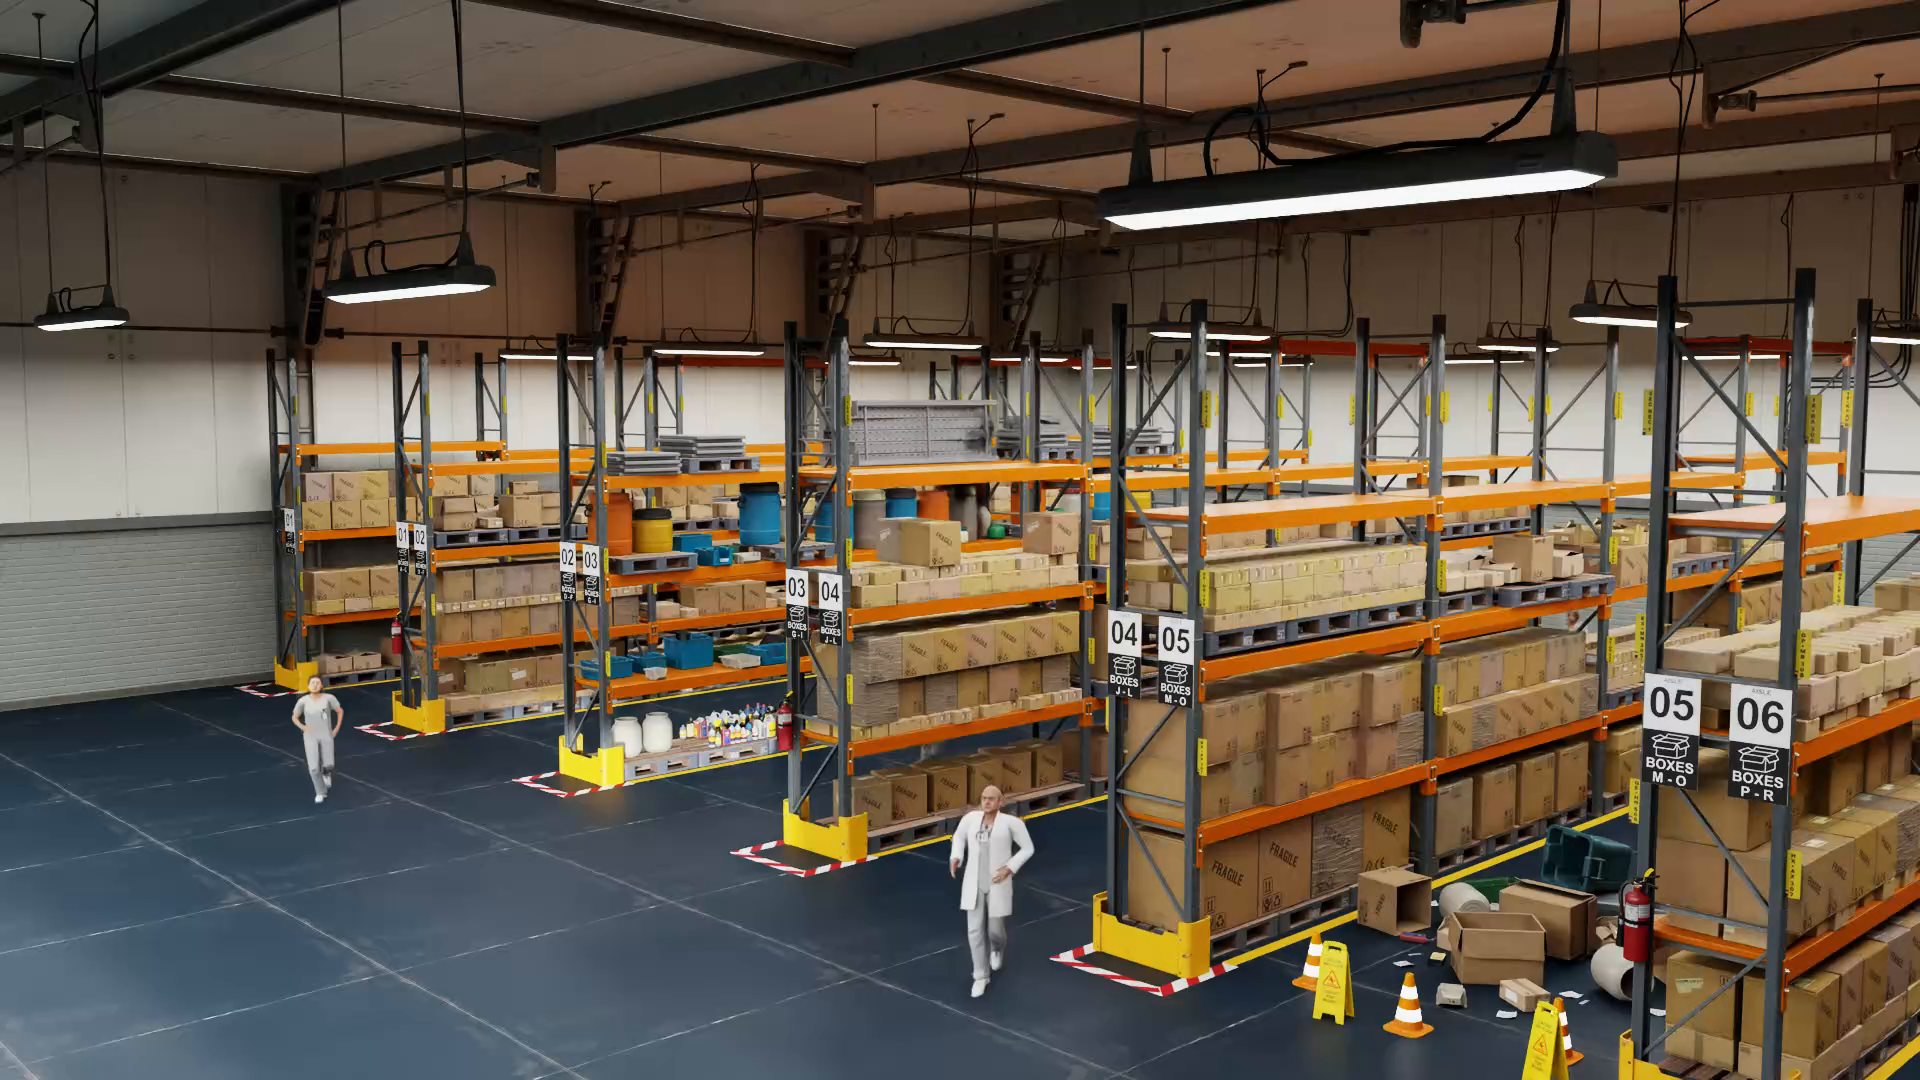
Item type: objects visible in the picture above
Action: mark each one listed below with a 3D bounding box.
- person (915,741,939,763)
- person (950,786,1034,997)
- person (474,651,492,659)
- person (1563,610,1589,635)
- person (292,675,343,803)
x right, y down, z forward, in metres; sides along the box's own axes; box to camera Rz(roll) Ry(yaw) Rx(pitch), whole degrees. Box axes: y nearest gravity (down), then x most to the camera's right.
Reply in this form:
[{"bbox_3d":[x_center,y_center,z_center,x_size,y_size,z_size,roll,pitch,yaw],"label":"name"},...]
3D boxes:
[{"bbox_3d":[-0.433,2.281,23.060,0.612,1.634,0.614,4,6,36],"label":"person"},{"bbox_3d":[0.264,3.043,14.639,0.763,1.790,0.822,2,5,19],"label":"person"},{"bbox_3d":[-8.146,1.858,28.435,0.971,1.686,0.676,-5,7,-44],"label":"person"},{"bbox_3d":[10.379,1.961,28.073,0.548,1.580,0.775,4,6,40],"label":"person"},{"bbox_3d":[-8.180,2.522,21.197,0.614,1.627,0.550,-2,5,-23],"label":"person"}]
